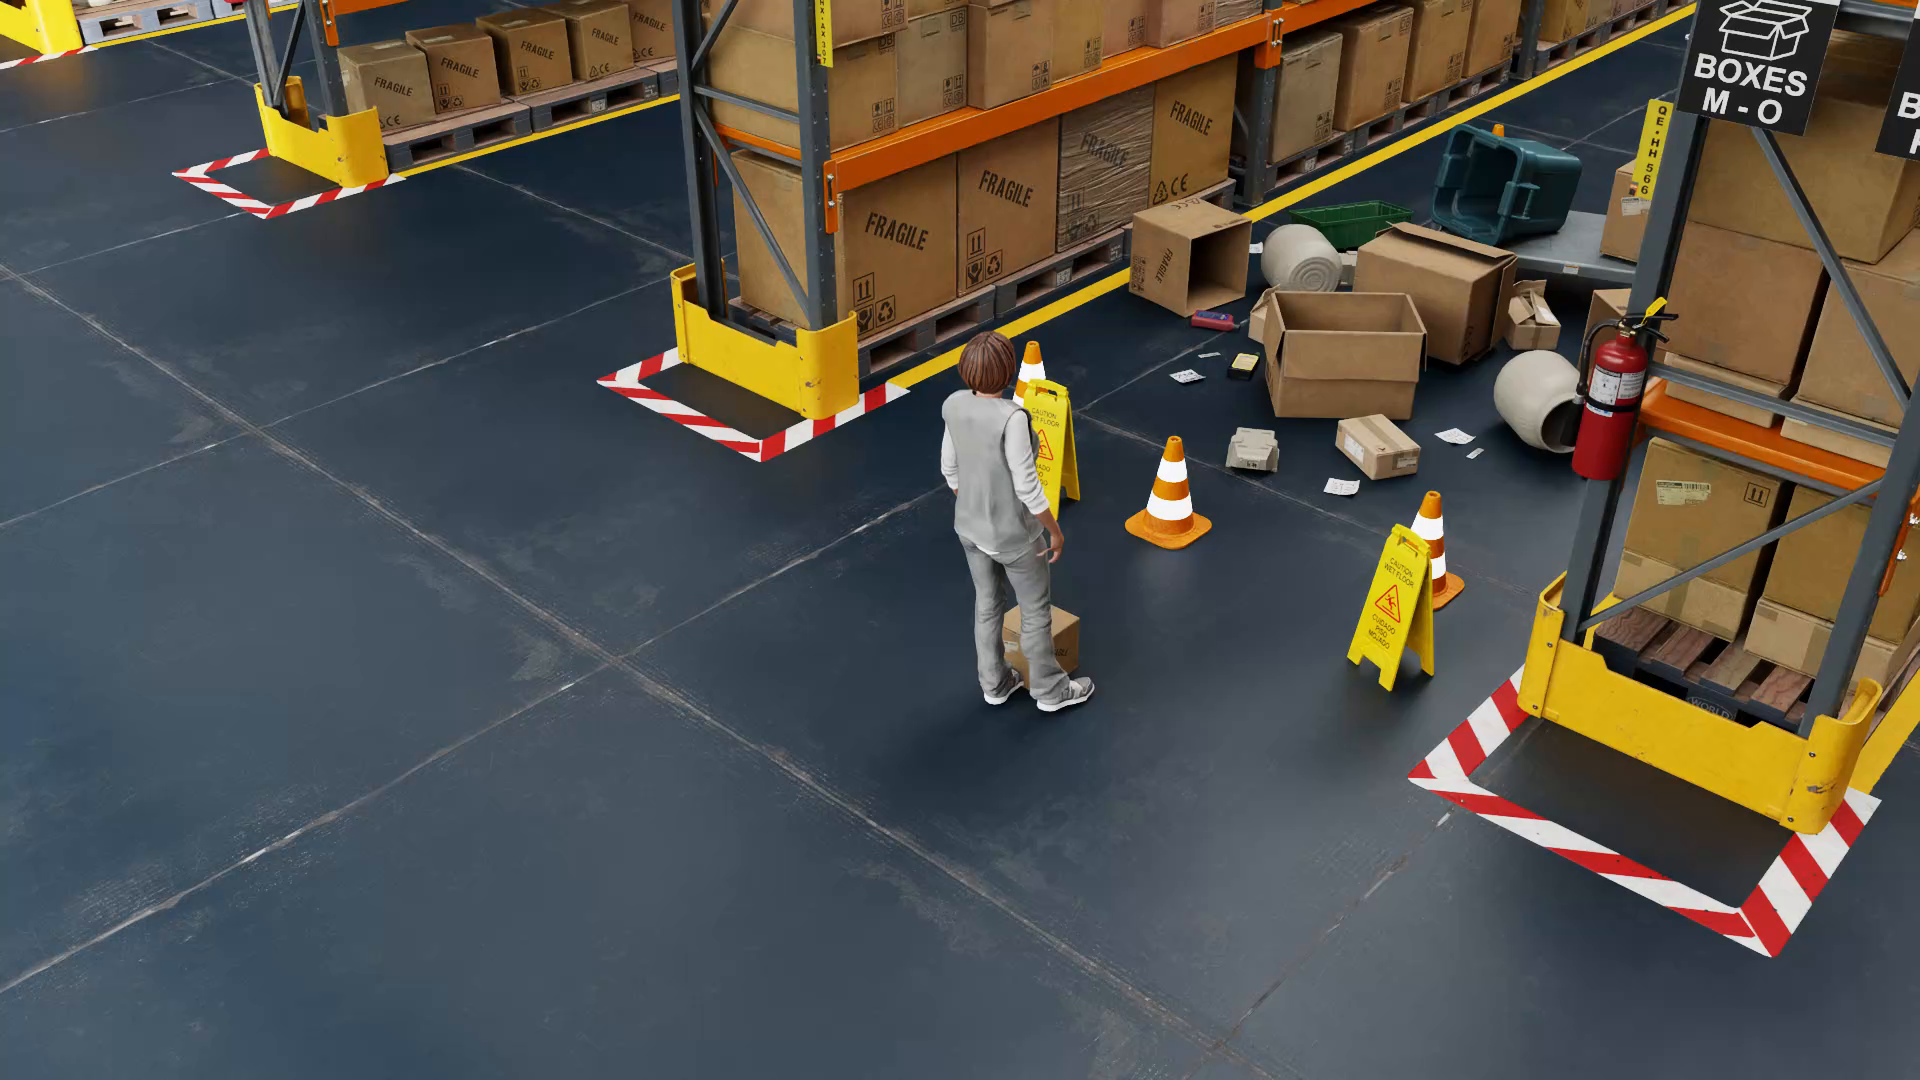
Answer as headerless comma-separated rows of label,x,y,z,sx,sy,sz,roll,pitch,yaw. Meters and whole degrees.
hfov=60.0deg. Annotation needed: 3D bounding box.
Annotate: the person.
person,0.207,-0.057,6.246,0.521,1.568,0.474,26,40,35
